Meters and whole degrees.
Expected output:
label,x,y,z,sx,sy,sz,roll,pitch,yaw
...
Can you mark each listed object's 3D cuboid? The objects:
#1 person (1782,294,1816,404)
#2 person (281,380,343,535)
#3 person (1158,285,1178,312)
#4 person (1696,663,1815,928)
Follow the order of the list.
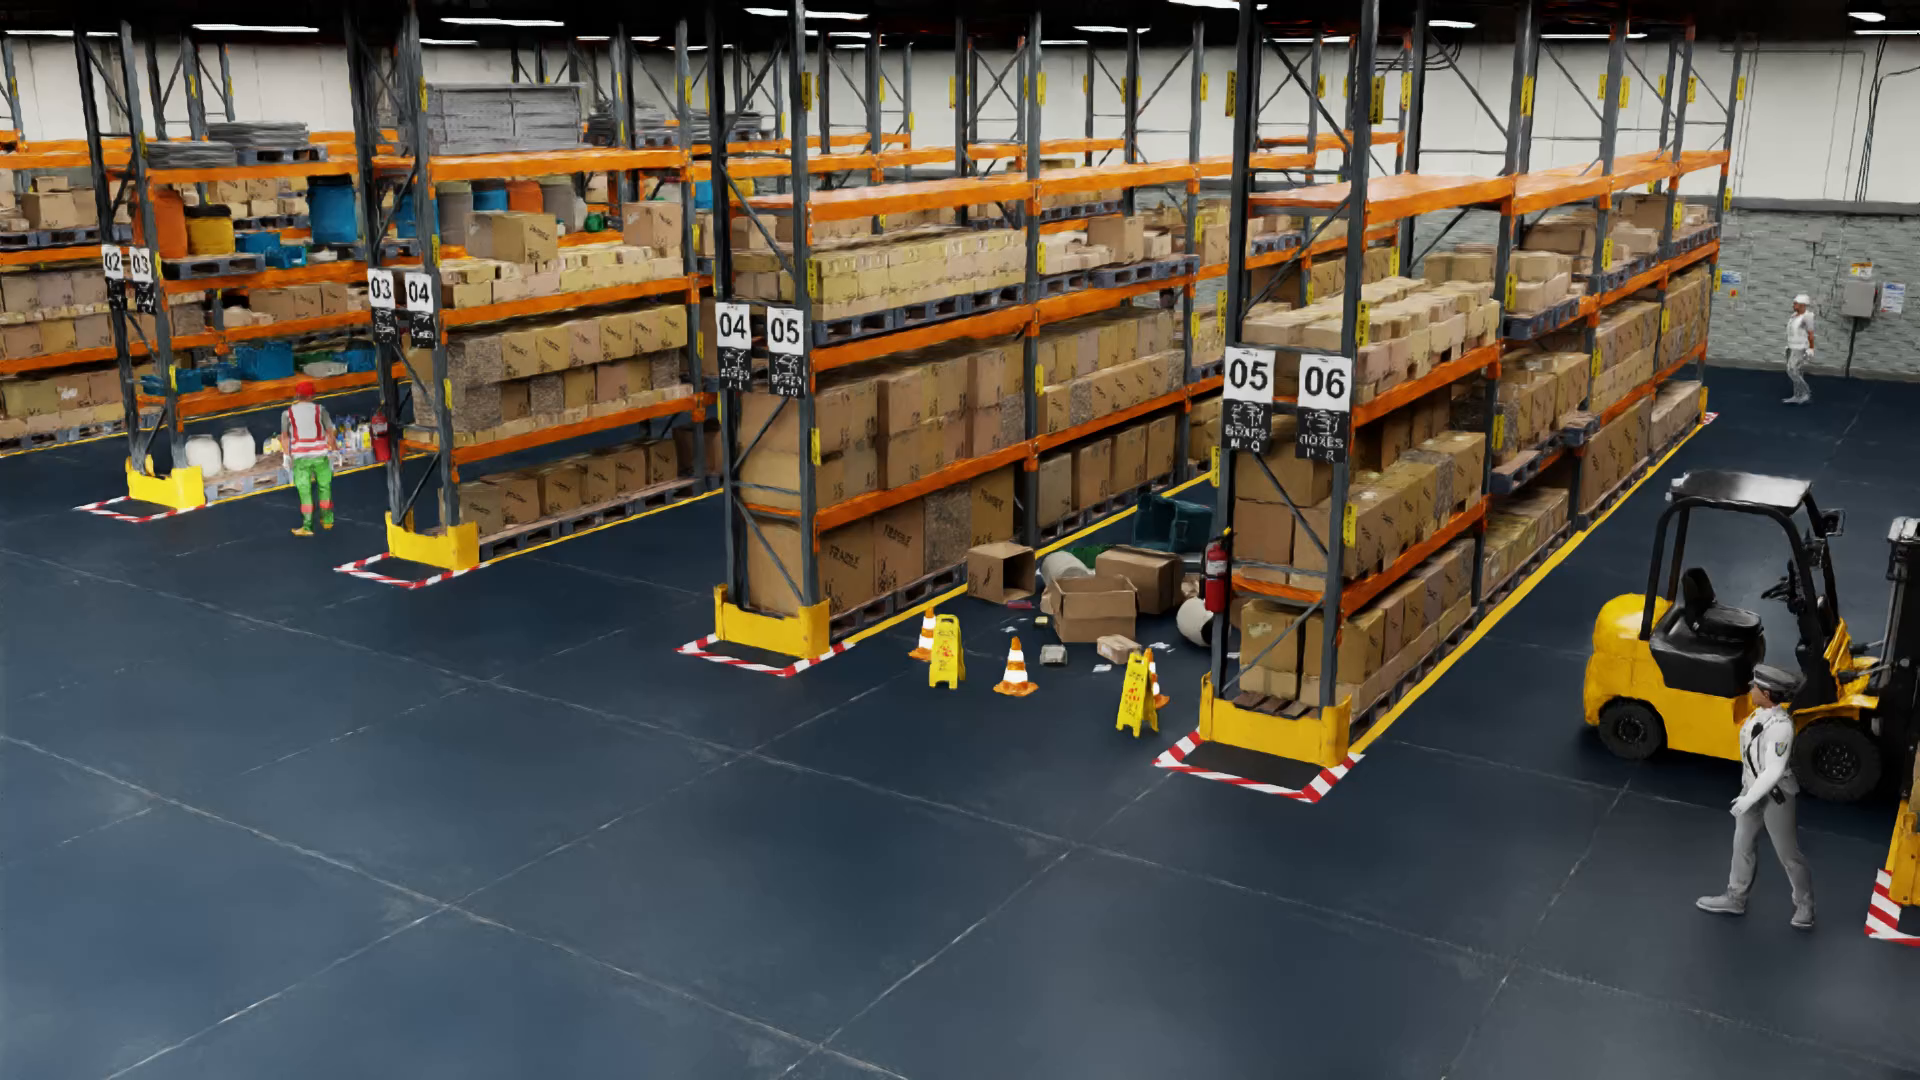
label,x,y,z,sx,sy,sz,roll,pitch,yaw
person,13.659,-3.104,27.041,0.439,1.778,0.675,2,16,6
person,-7.554,-0.988,19.392,0.653,1.786,0.569,-8,18,-27
person,4.229,-4.939,33.739,0.498,1.706,0.640,0,16,0
person,5.084,1.594,10.402,0.681,1.657,0.496,1,16,3
